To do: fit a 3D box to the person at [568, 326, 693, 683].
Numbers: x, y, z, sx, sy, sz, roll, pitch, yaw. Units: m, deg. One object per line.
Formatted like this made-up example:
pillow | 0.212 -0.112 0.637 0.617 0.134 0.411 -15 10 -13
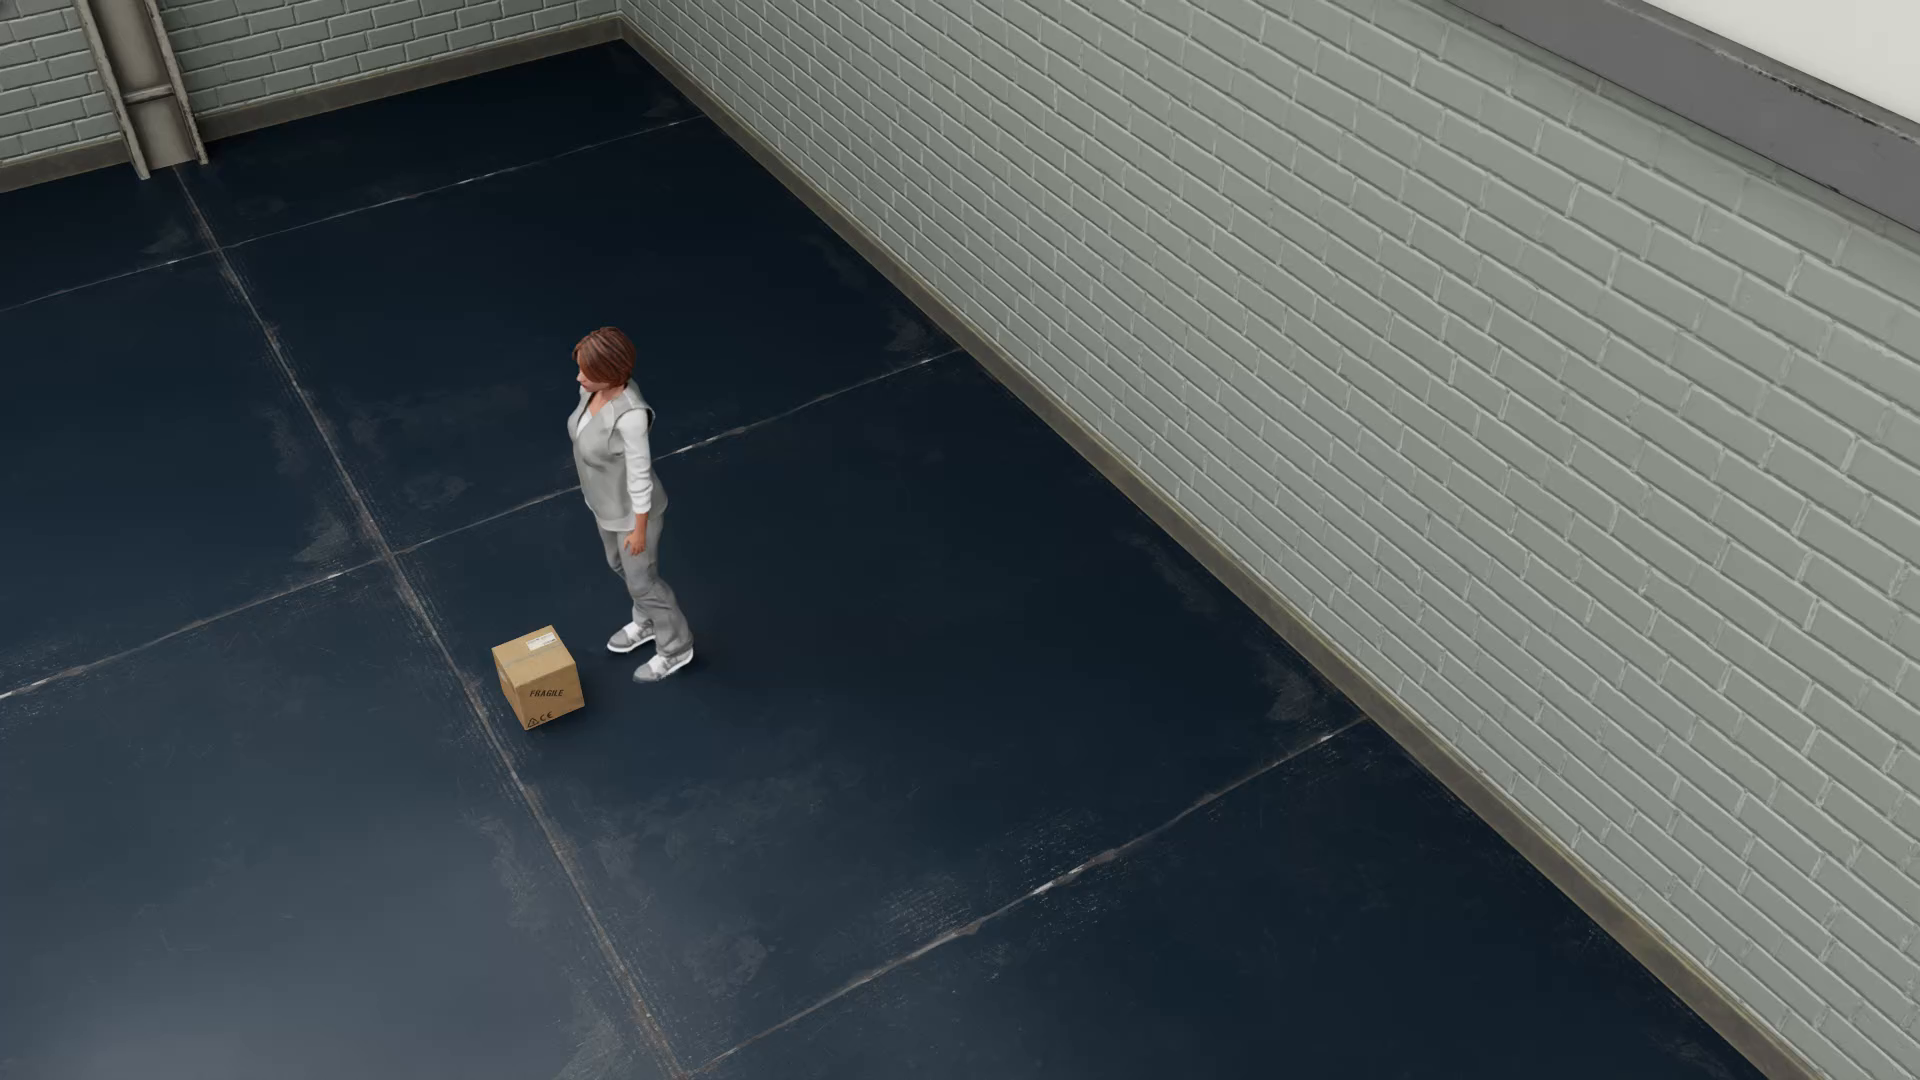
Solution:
person | -1.261 -0.116 6.313 0.308 1.617 0.407 -22 46 -23
